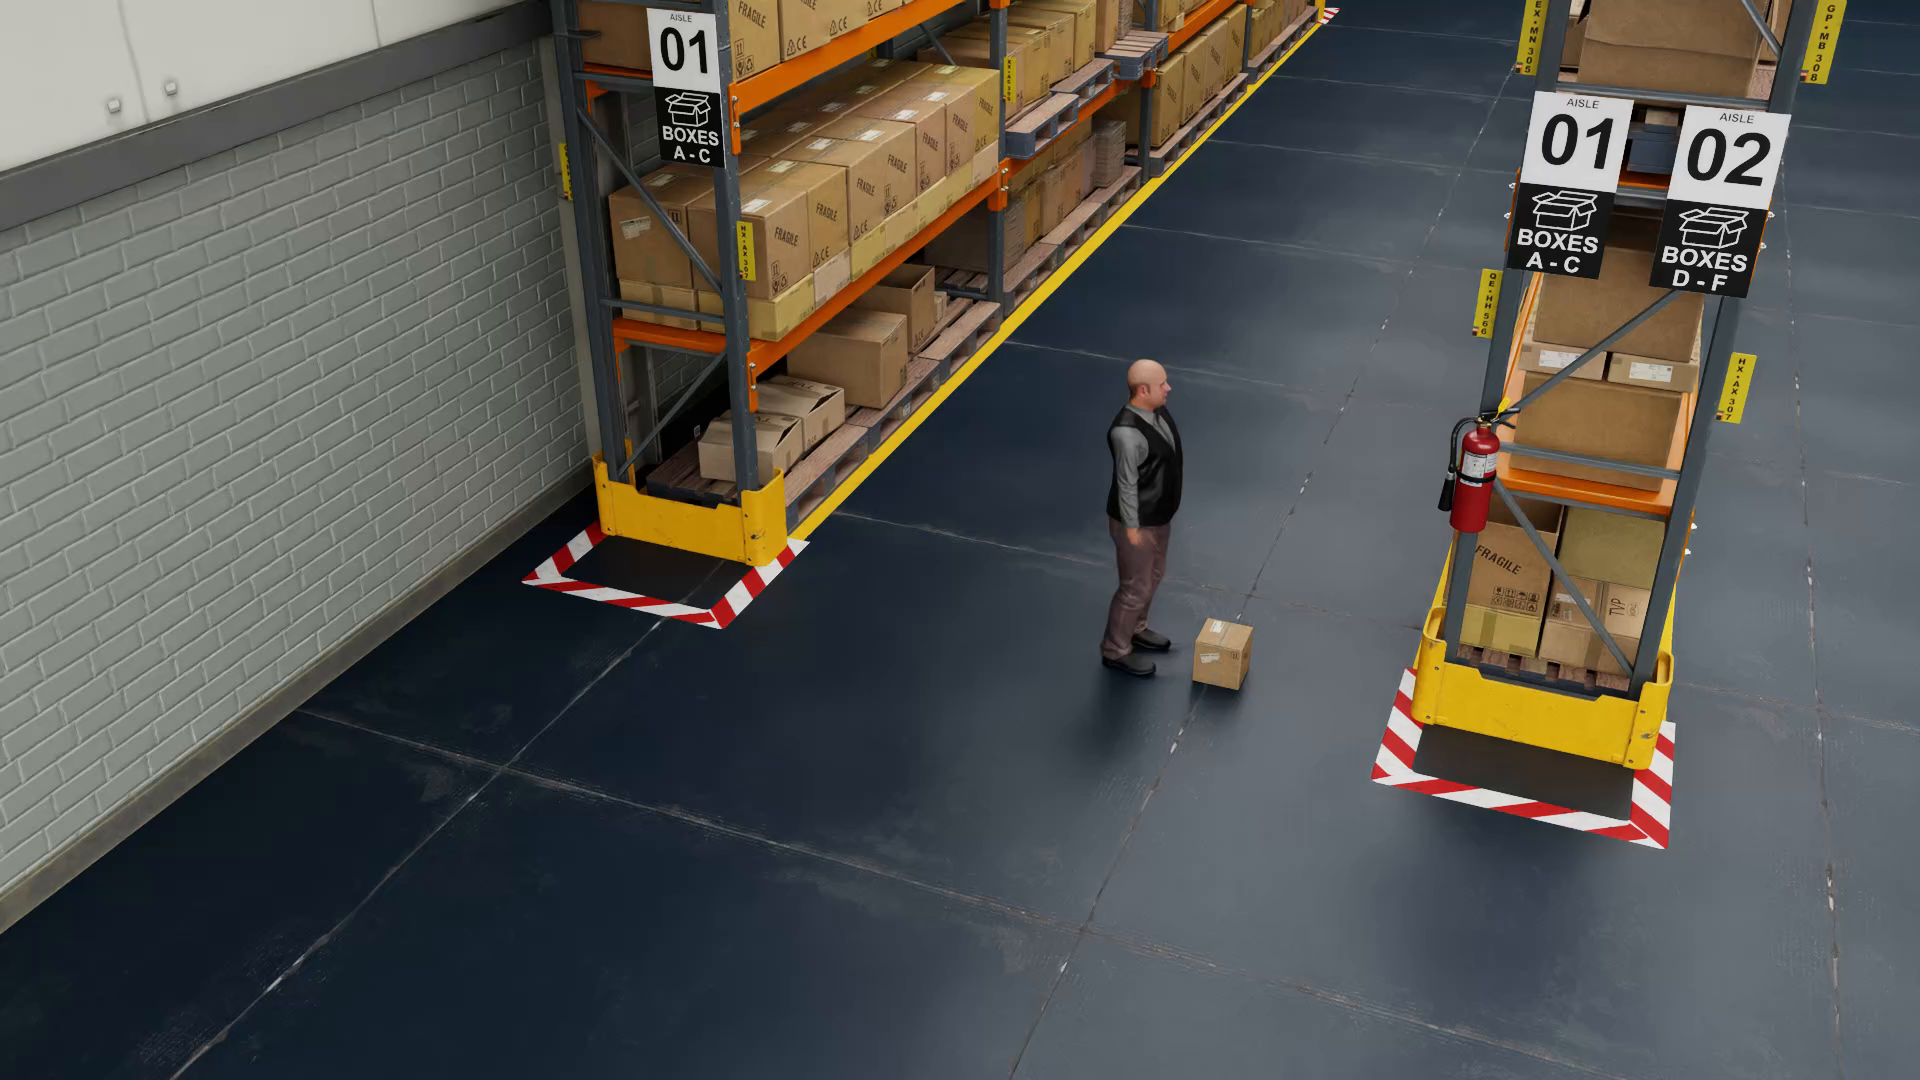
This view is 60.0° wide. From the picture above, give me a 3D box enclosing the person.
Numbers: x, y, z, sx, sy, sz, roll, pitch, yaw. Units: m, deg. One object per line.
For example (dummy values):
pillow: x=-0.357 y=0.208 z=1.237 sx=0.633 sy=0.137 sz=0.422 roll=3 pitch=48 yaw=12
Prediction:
person: x=0.959 y=-0.134 z=8.667 sx=0.359 sy=1.717 sz=0.530 roll=12 pitch=32 yaw=20
